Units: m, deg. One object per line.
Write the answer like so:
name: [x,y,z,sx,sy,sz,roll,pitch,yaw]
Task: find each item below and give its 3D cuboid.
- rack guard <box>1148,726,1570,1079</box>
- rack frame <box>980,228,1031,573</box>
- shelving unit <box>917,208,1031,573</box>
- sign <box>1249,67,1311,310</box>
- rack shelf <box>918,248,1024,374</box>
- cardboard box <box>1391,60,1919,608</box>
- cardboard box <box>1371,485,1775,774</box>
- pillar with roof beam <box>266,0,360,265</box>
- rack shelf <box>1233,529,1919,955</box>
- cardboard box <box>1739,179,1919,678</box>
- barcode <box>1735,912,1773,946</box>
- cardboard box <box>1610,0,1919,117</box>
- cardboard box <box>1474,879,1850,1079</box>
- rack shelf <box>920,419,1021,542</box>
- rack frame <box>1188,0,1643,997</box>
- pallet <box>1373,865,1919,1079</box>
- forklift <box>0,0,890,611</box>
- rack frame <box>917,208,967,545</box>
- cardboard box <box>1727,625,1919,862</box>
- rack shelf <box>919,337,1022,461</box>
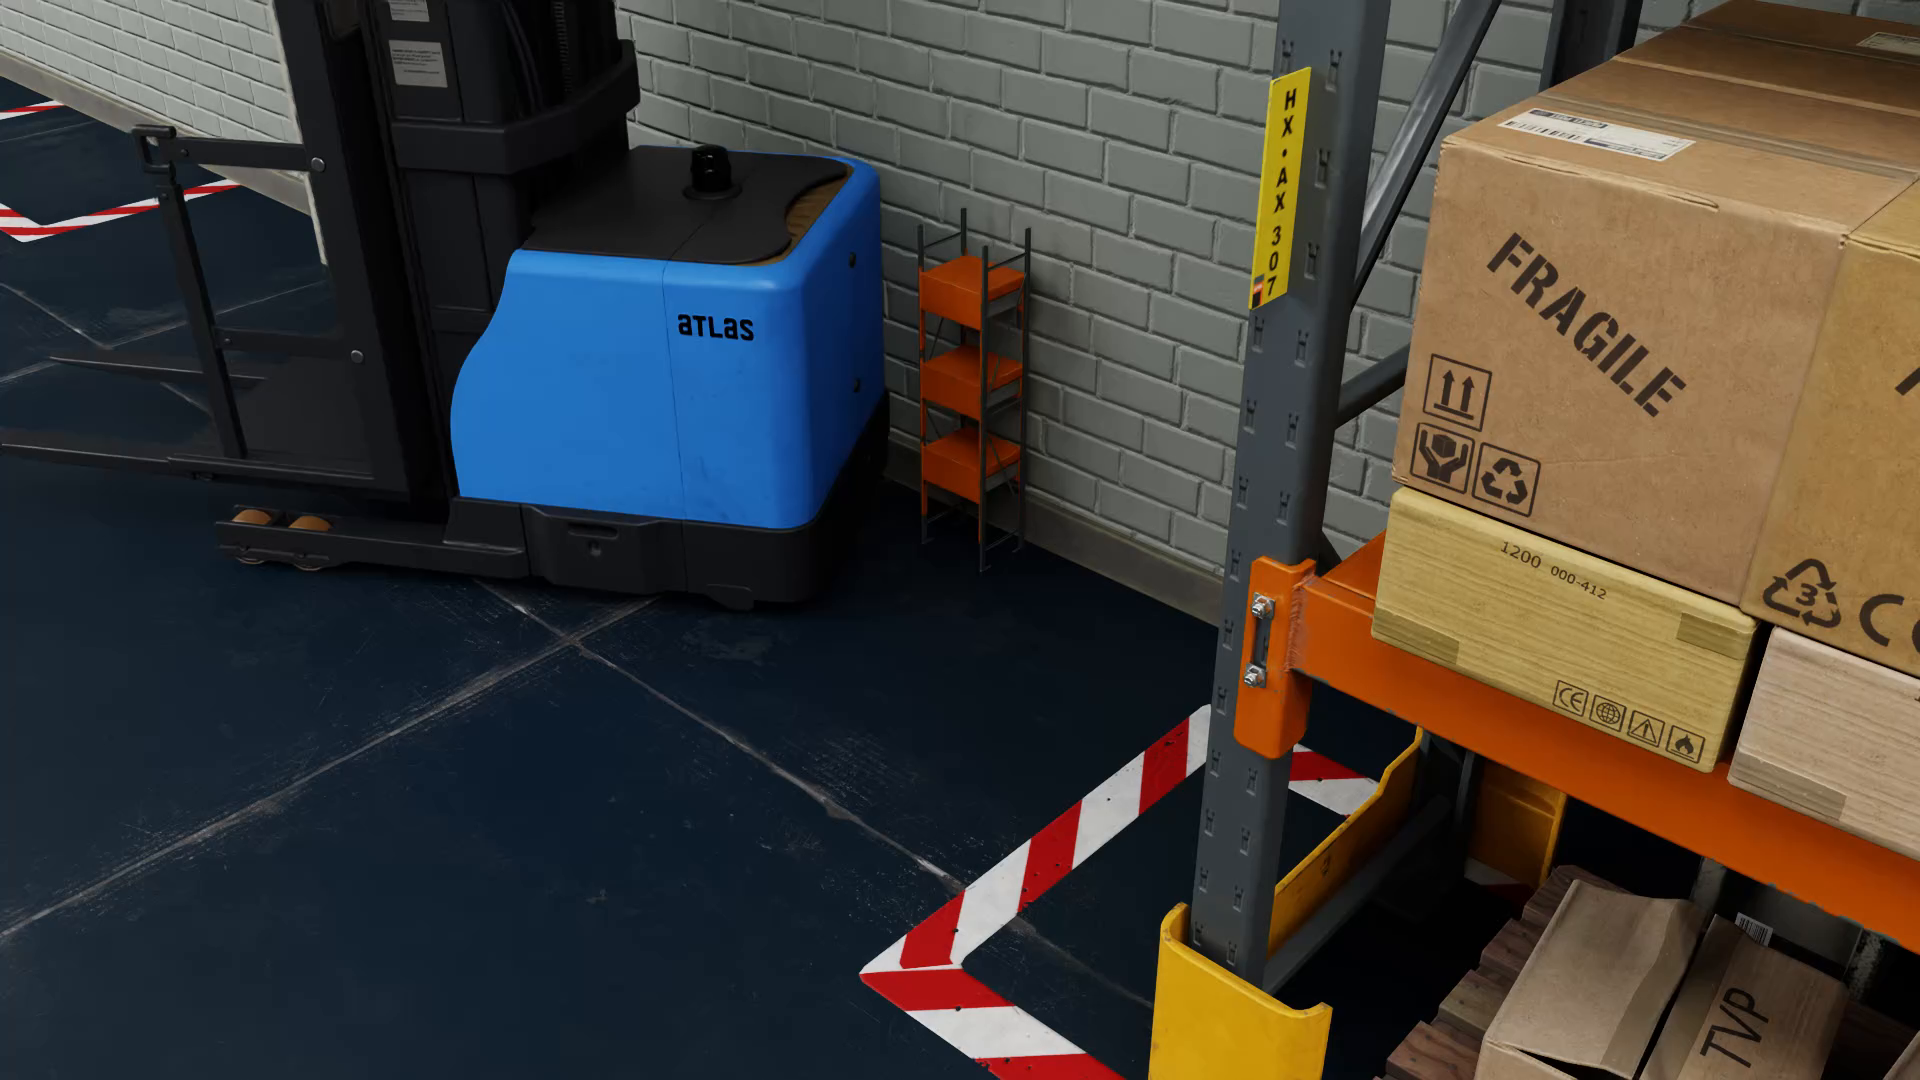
rack guard: [0.865,0.777,3.475,0.348,0.500,1.175,25,39,35]
rack frame: [0.130,-0.389,4.878,0.008,1.050,0.200,25,39,35]
shelving unit: [0.040,-0.431,4.948,0.252,1.050,0.215,25,39,35]
sign: [0.444,-0.484,2.306,0.005,0.325,0.100,25,39,35]
rack shelf: [0.040,-0.665,4.808,0.240,0.259,0.215,25,39,35]
cardboard box: [0.961,-0.306,2.249,0.500,0.500,0.500,25,39,35]
cardboard box: [0.957,0.025,2.426,0.500,0.250,0.500,24,38,34]
pillar with roof beam: [-5.430,-3.410,2.189,0.400,9.000,9.100,25,39,35]
rack shelf: [2.291,0.680,1.910,4.000,0.370,1.077,25,39,35]
cardboard box: [1.320,-0.131,1.959,0.500,0.500,0.500,25,39,35]
barcode: [1.543,0.766,3.241,0.075,0.075,0.001,25,39,35]
cardboard box: [1.301,-0.504,2.578,0.500,0.500,0.500,25,39,35]
cardboard box: [1.261,0.917,2.999,0.500,0.311,0.500,20,37,30]
rack shelf: [0.040,-0.184,5.097,0.240,0.259,0.215,25,39,35]
rack frame: [0.808,-0.321,2.874,0.127,3.000,1.000,25,39,35]
pallet: [1.443,1.195,3.060,1.213,0.211,1.003,25,39,35]
forklift: [-1.803,-1.420,4.767,3.031,2.935,1.130,6,32,10]
rack frame: [-0.051,-0.473,5.019,0.008,1.050,0.200,25,39,35]
cardboard box: [1.352,0.200,2.136,0.500,0.250,0.500,24,38,34]
rack shelf: [0.040,-0.422,4.954,0.240,0.259,0.215,25,39,35]
